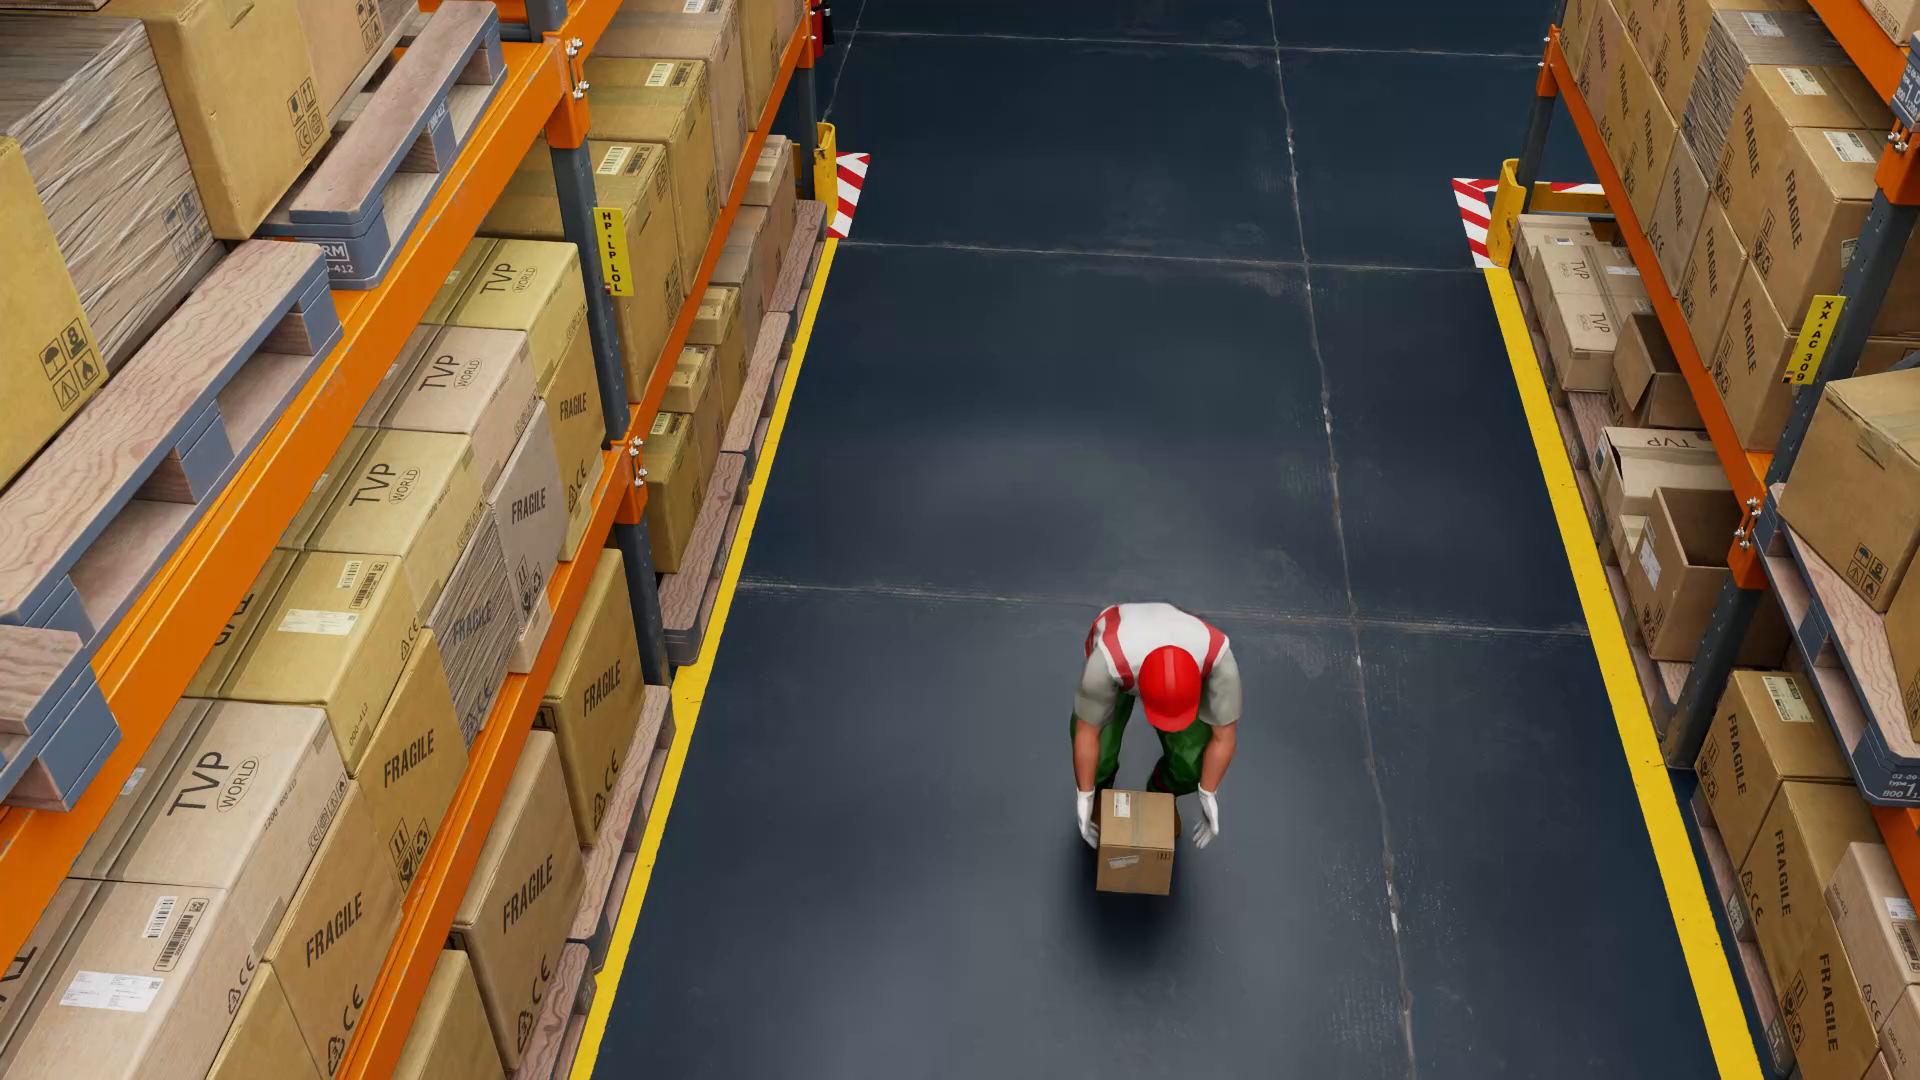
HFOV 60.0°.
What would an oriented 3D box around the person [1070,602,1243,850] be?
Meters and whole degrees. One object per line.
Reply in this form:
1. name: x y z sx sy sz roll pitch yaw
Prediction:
1. person: 0.683 0.618 5.887 0.582 1.161 0.850 3 40 4
